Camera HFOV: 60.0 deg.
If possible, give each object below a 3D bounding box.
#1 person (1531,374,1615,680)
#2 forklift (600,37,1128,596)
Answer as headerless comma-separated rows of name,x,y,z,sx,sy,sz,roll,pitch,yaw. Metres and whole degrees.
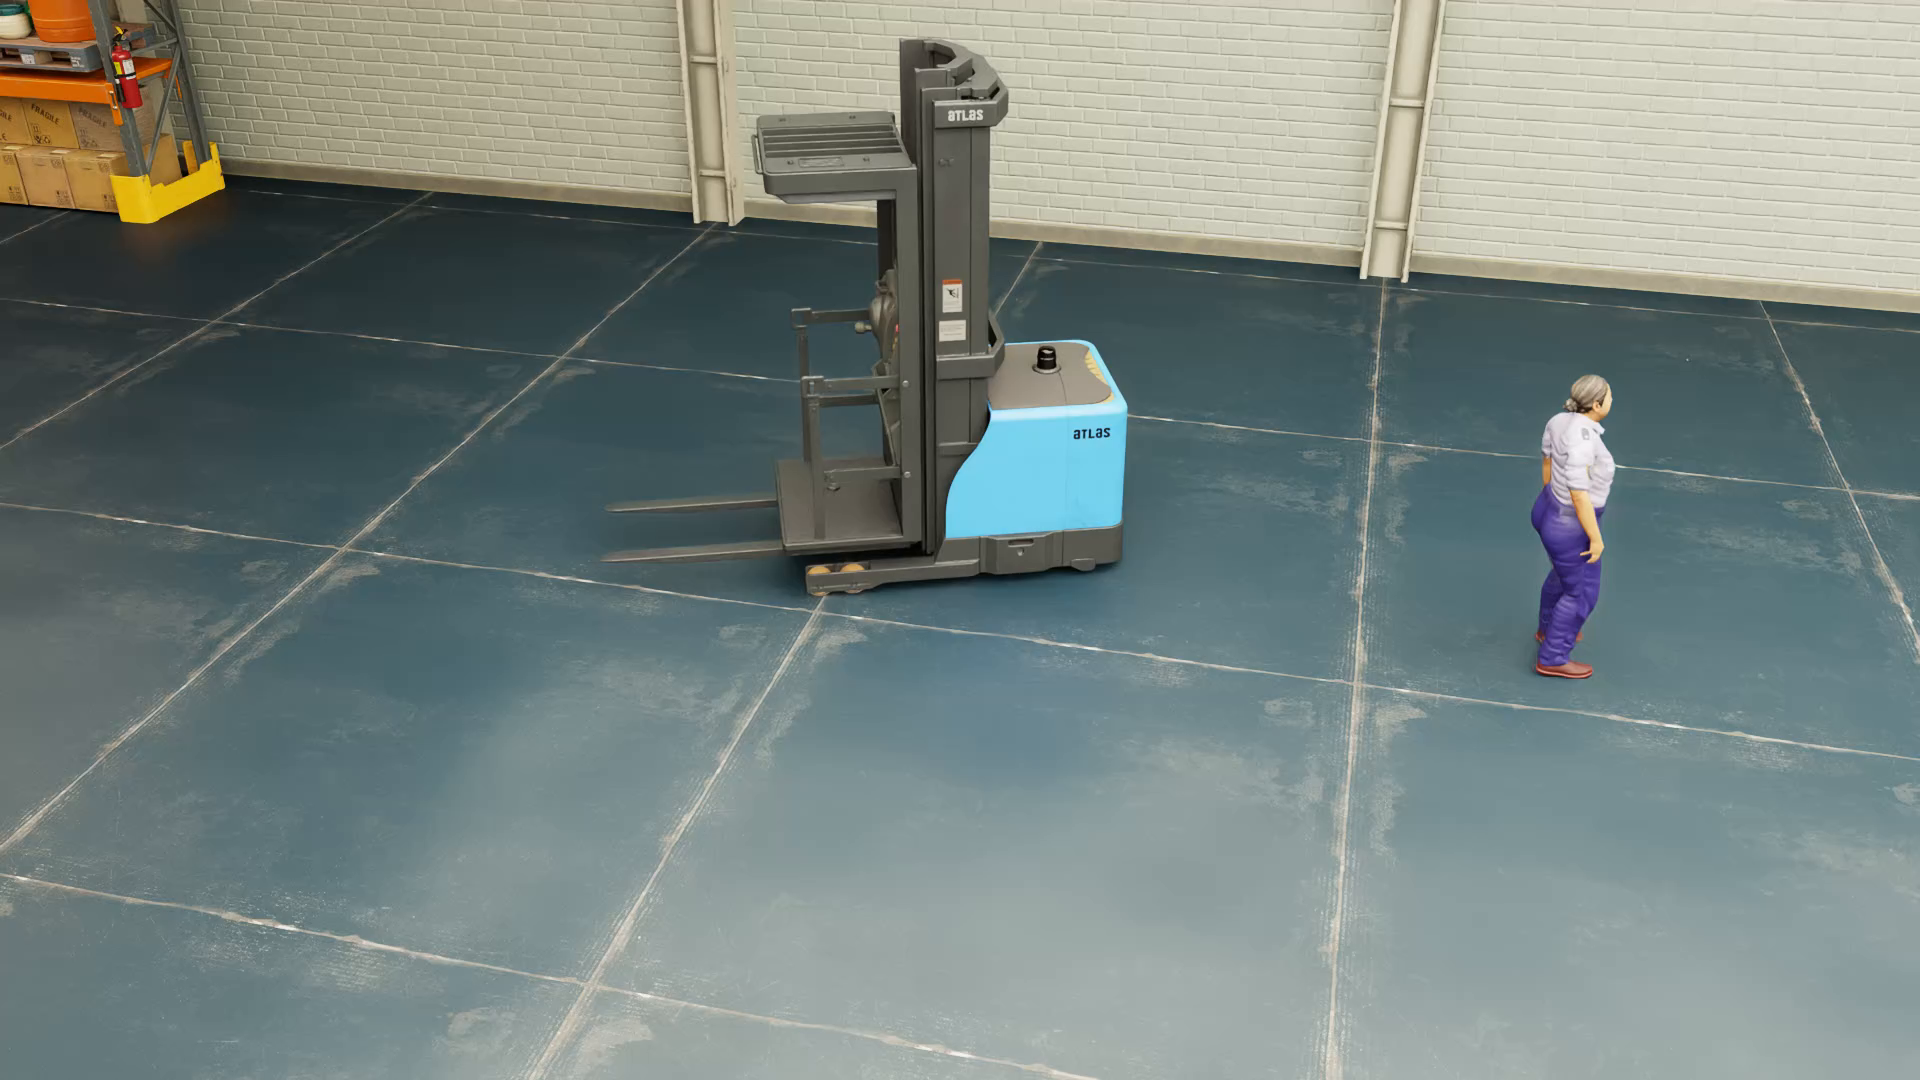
person,3.222,-0.075,8.638,0.458,1.676,0.555,0,30,0
forklift,-0.602,-1.232,9.345,3.031,2.935,1.130,-4,30,-7
